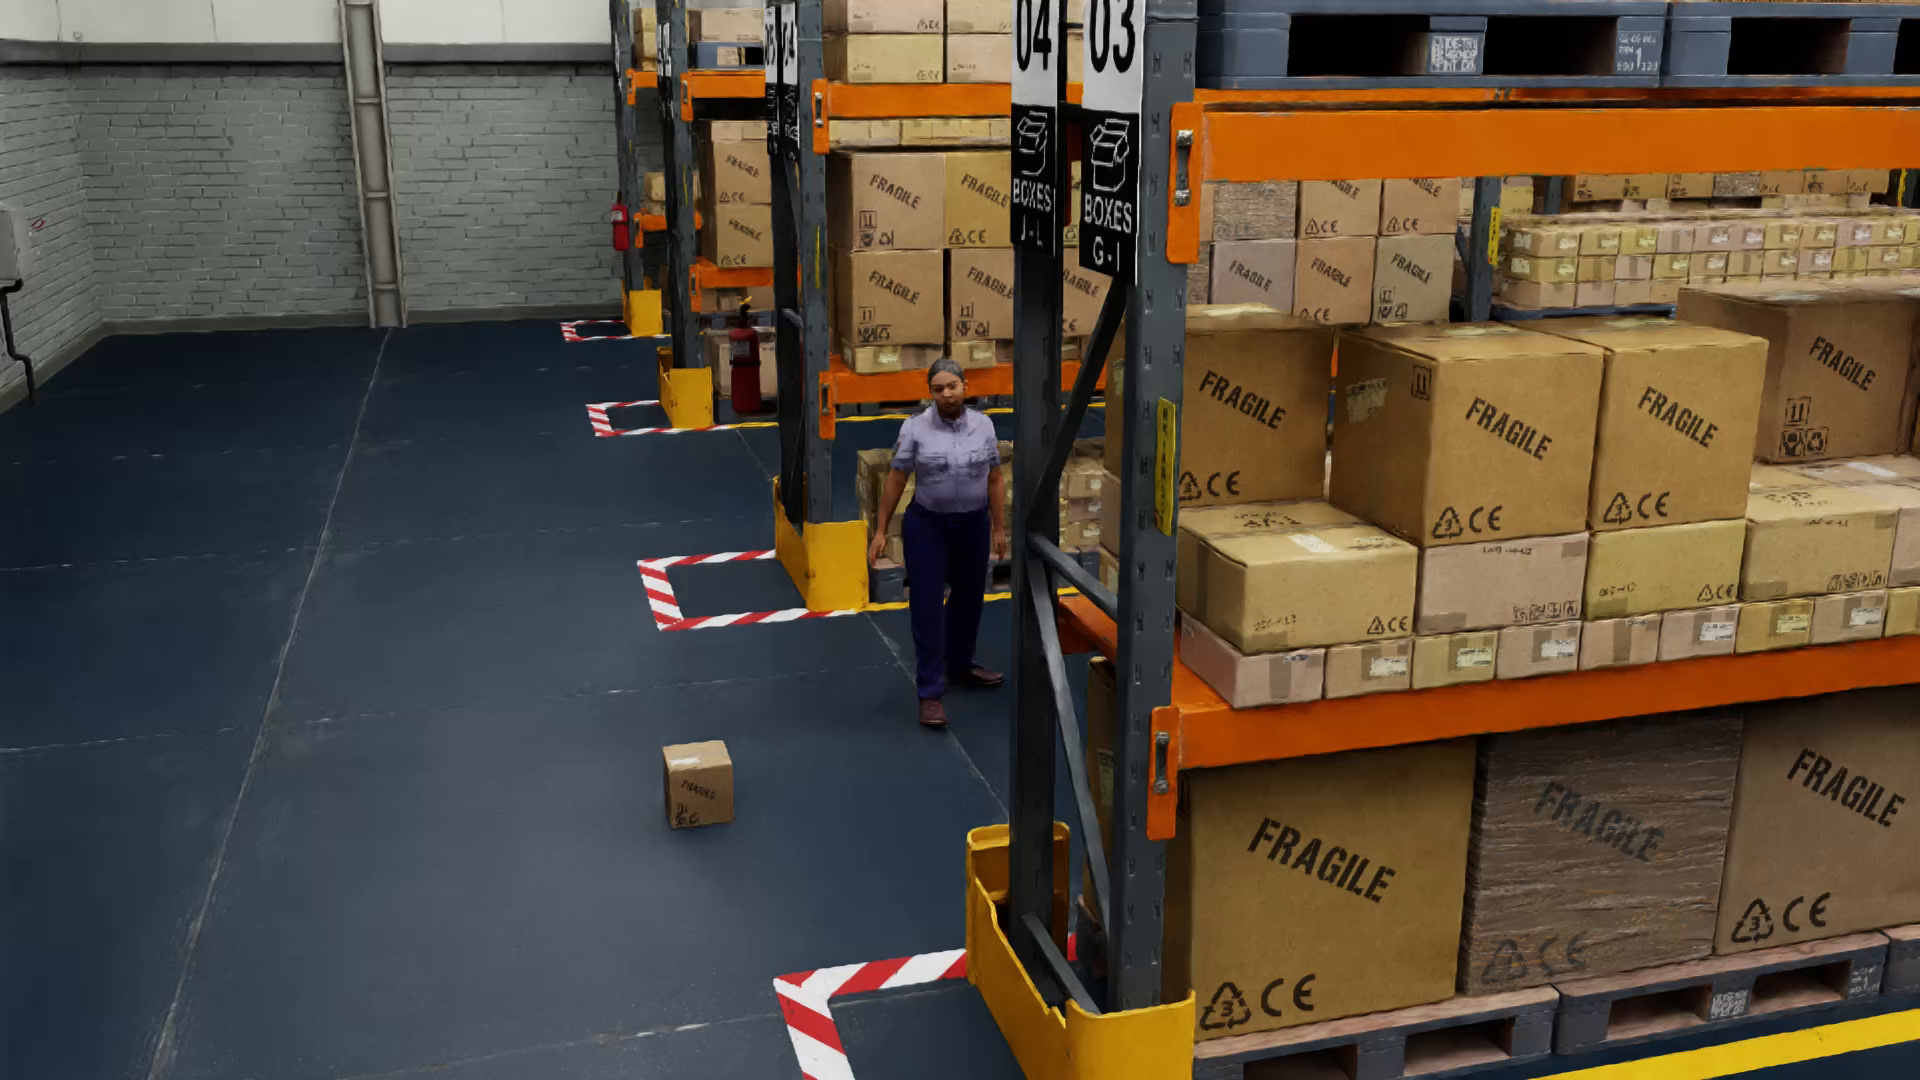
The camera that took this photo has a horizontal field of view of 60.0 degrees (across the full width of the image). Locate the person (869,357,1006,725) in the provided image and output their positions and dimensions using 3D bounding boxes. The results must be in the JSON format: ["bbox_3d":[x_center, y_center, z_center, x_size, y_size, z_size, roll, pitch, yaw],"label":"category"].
[{"bbox_3d":[-0.073,-0.023,7.609,0.700,1.634,0.609,-6,17,-20],"label":"person"}]
